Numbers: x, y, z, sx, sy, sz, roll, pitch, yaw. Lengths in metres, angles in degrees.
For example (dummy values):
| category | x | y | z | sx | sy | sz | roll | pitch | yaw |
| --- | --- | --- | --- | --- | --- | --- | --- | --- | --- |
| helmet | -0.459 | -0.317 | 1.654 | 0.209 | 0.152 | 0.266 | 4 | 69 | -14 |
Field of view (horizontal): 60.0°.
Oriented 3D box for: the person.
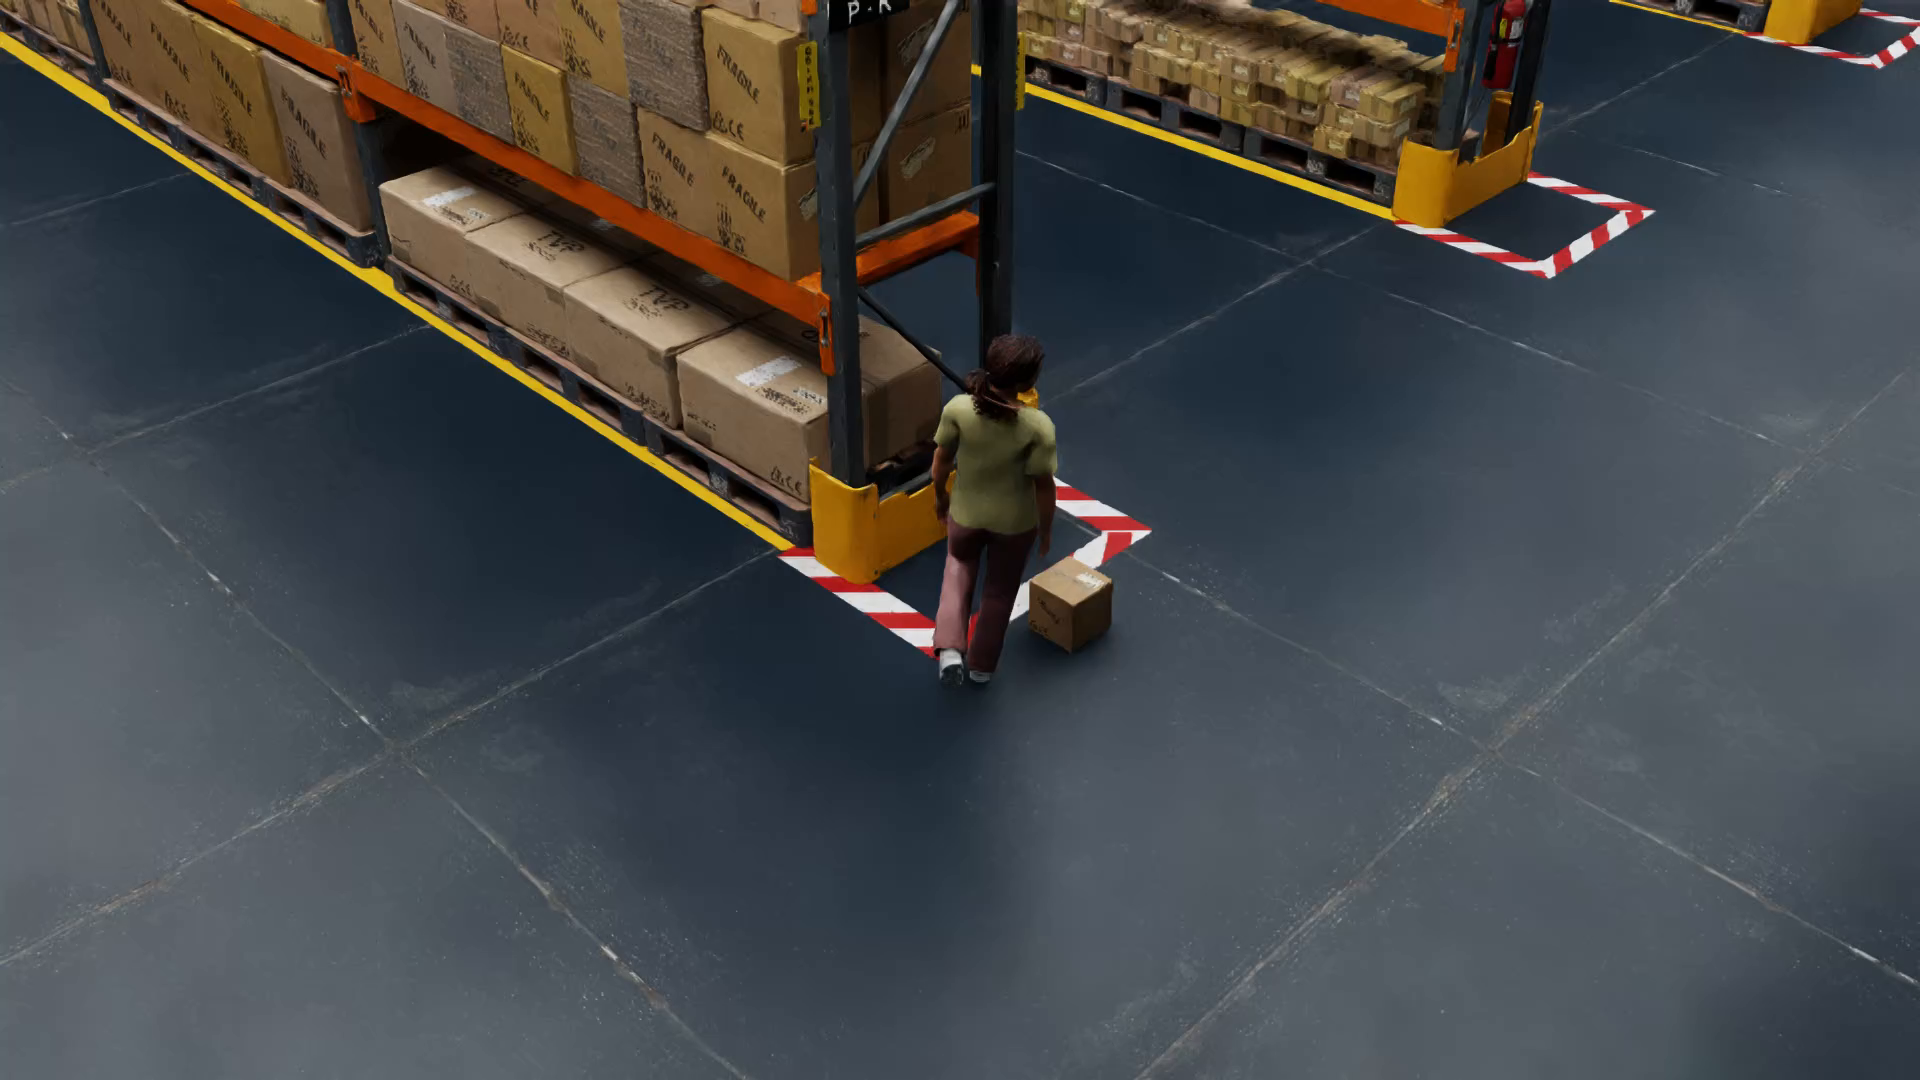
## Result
| category | x | y | z | sx | sy | sz | roll | pitch | yaw |
| --- | --- | --- | --- | --- | --- | --- | --- | --- | --- |
| person | 0.137 | 0.015 | 6.354 | 0.495 | 1.408 | 0.578 | 9 | 37 | 13 |
